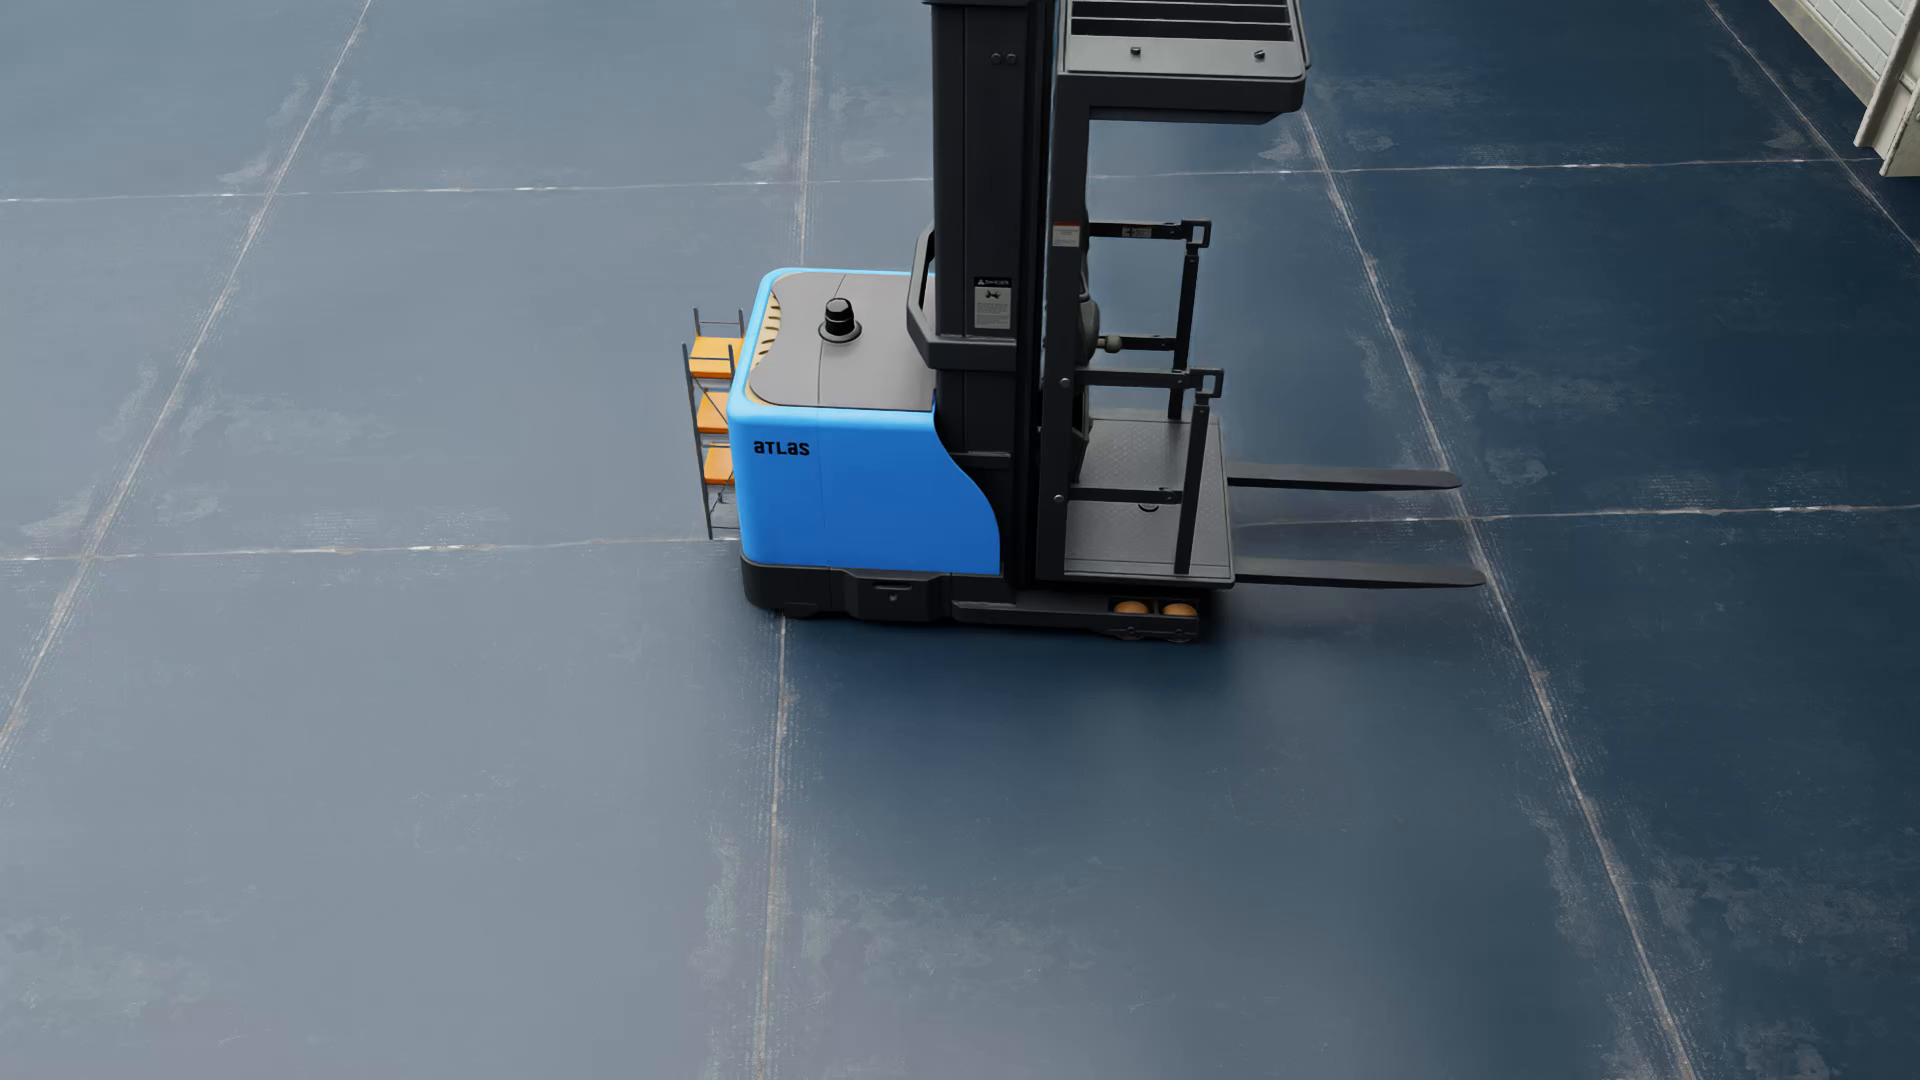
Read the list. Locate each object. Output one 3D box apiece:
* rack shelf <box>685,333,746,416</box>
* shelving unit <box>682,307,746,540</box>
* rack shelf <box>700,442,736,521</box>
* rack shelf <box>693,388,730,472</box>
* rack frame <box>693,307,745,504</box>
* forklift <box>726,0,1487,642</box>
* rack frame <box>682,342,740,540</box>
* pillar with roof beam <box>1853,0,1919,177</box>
[{"bbox_3d":[-0.987,-0.669,6.798,0.215,0.259,0.240,3,43,3],"label":"rack shelf"},{"bbox_3d":[-0.986,-0.467,6.983,0.215,1.050,0.252,3,43,3],"label":"shelving unit"},{"bbox_3d":[-0.986,-0.255,7.177,0.215,0.259,0.240,3,43,3],"label":"rack shelf"},{"bbox_3d":[-0.986,-0.459,6.990,0.215,0.259,0.240,3,43,3],"label":"rack shelf"},{"bbox_3d":[-0.978,-0.550,7.072,0.200,1.050,0.008,3,43,3],"label":"rack frame"},{"bbox_3d":[0.644,-1.036,6.211,3.031,2.935,1.130,3,43,3],"label":"forklift"},{"bbox_3d":[-0.994,-0.385,6.893,0.200,1.050,0.008,3,43,3],"label":"rack frame"},{"bbox_3d":[1.130,-5.413,6.495,9.100,9.000,0.400,-2,43,-2],"label":"pillar with roof beam"}]
